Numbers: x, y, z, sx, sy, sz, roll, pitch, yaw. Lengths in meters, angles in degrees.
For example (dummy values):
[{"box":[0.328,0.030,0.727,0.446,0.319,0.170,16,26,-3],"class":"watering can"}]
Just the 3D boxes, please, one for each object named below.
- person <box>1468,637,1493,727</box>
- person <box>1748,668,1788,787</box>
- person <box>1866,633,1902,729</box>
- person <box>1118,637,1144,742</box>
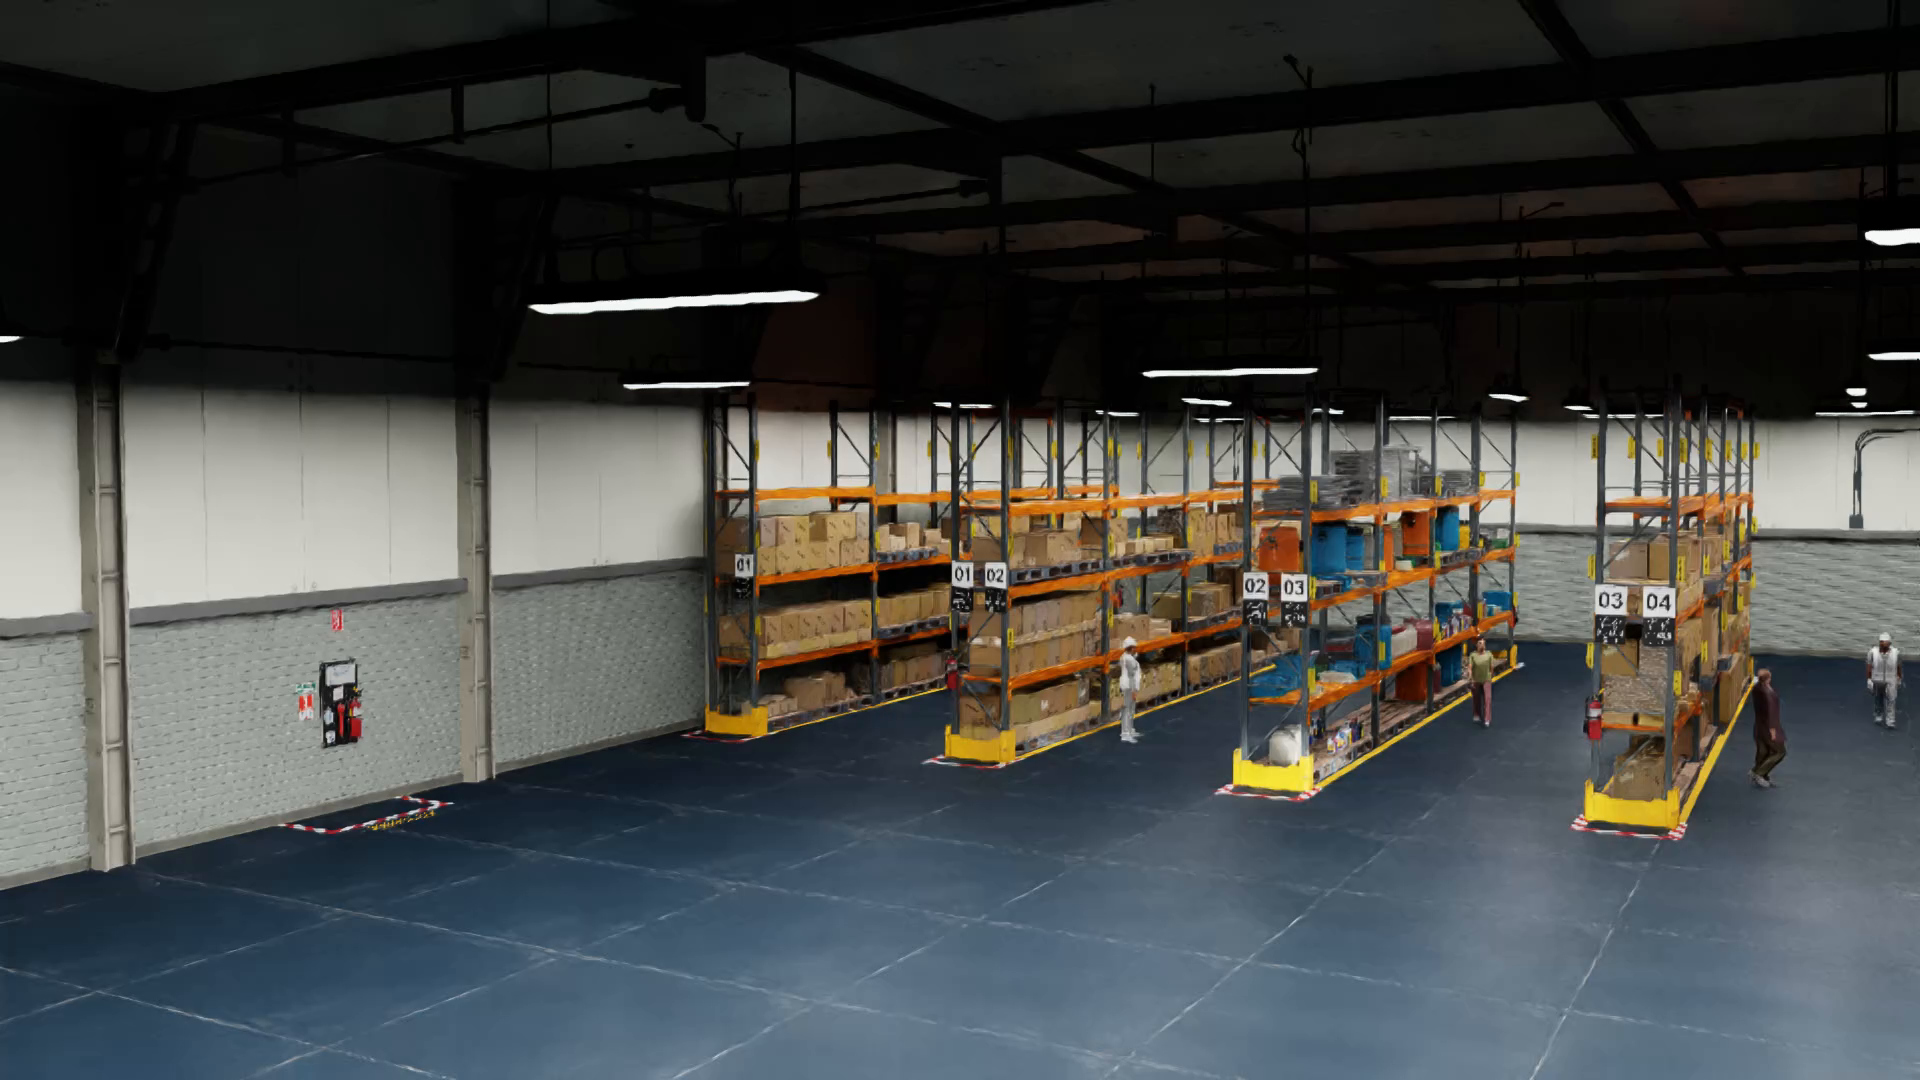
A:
[{"box":[9.457,2.551,30.232,0.445,1.605,1.017,1,3,20],"class":"person"},{"box":[11.930,2.781,24.616,0.517,1.779,0.634,0,3,3],"class":"person"},{"box":[16.655,2.516,29.987,0.566,1.706,1.122,2,4,31],"class":"person"},{"box":[2.961,2.560,28.607,0.448,1.771,0.586,0,3,-3],"class":"person"}]
